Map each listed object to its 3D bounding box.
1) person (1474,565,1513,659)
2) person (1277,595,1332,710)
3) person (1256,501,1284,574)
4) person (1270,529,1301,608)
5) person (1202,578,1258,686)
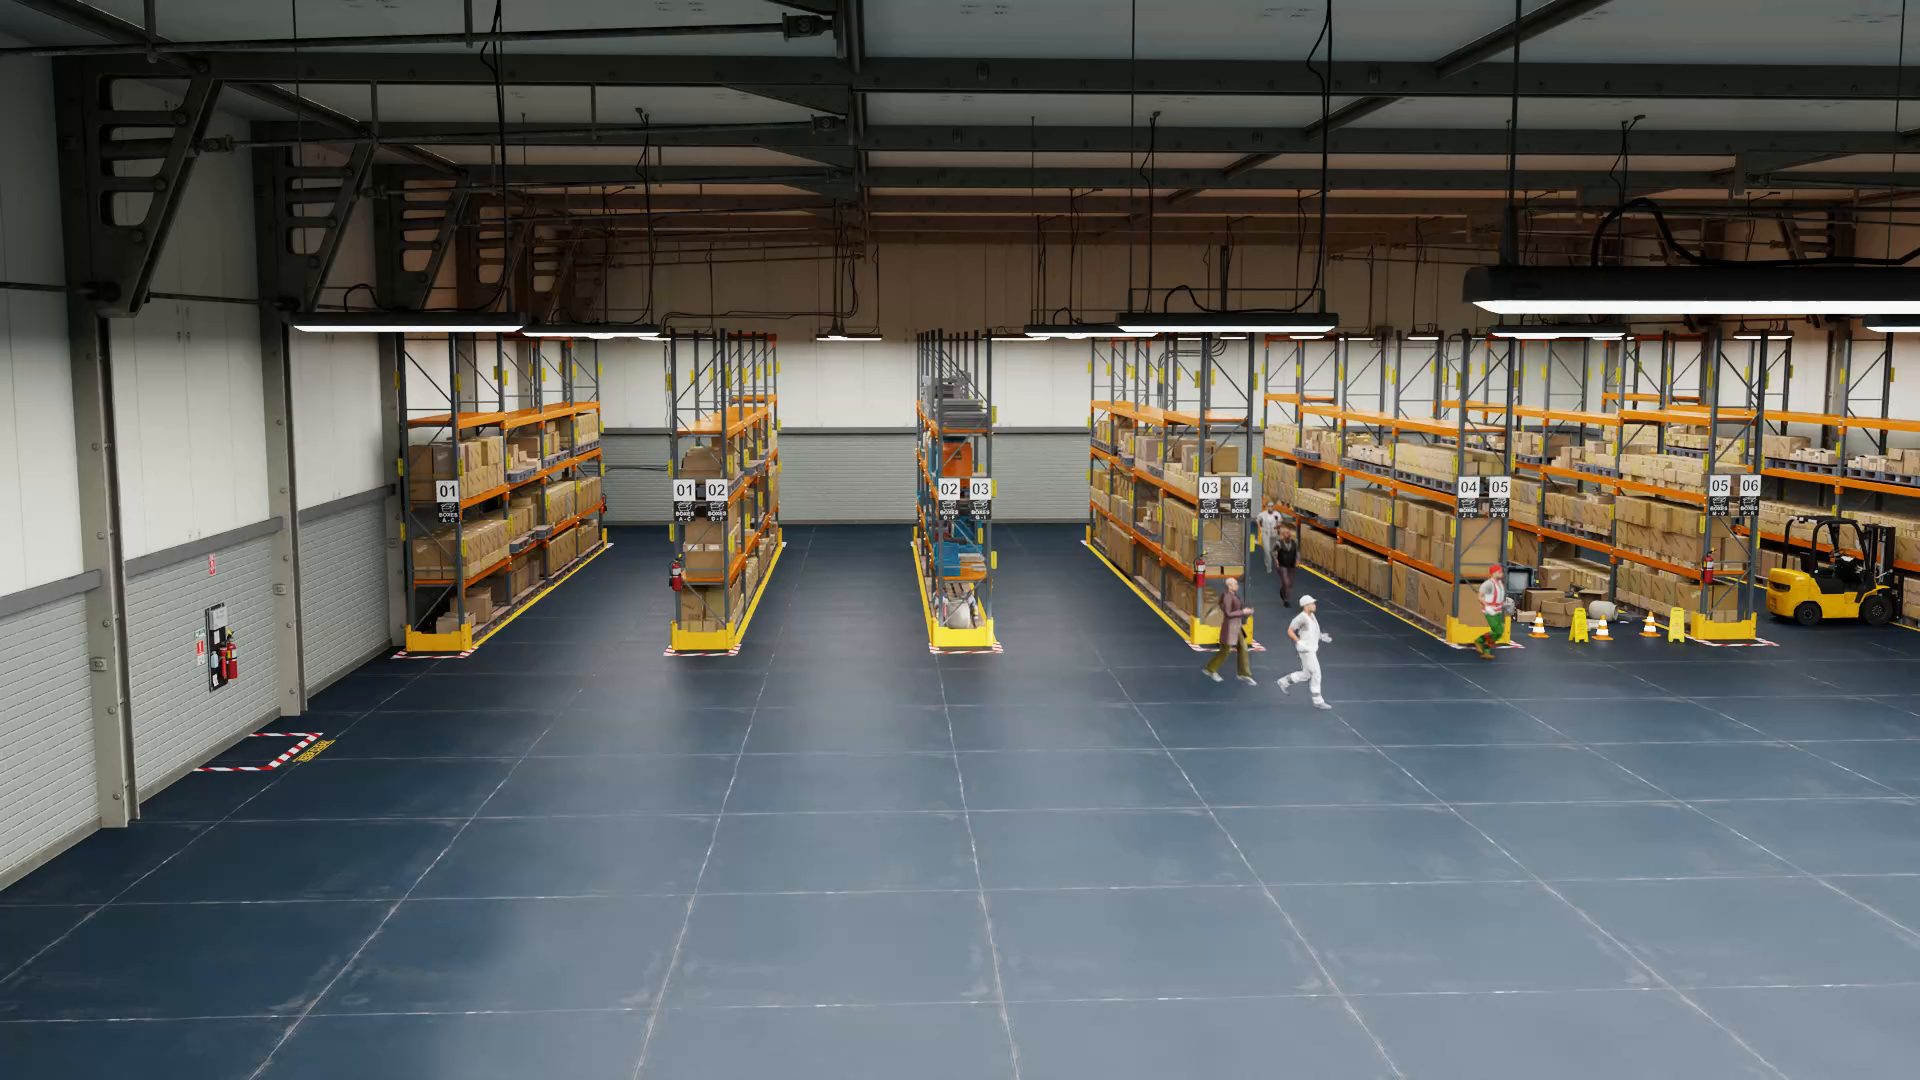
[{"bbox_3d":[9.715,1.309,30.301,0.654,1.733,0.579,-6,9,-44],"label":"person"},{"bbox_3d":[5.444,1.759,26.250,0.932,1.787,0.656,4,8,28],"label":"person"},{"bbox_3d":[7.856,-0.101,42.079,0.626,1.816,1.120,-1,7,-6],"label":"person"},{"bbox_3d":[7.143,0.593,36.508,0.678,1.707,0.796,-1,7,-11],"label":"person"},{"bbox_3d":[4.541,1.559,27.952,0.924,1.784,0.698,3,7,24],"label":"person"}]
